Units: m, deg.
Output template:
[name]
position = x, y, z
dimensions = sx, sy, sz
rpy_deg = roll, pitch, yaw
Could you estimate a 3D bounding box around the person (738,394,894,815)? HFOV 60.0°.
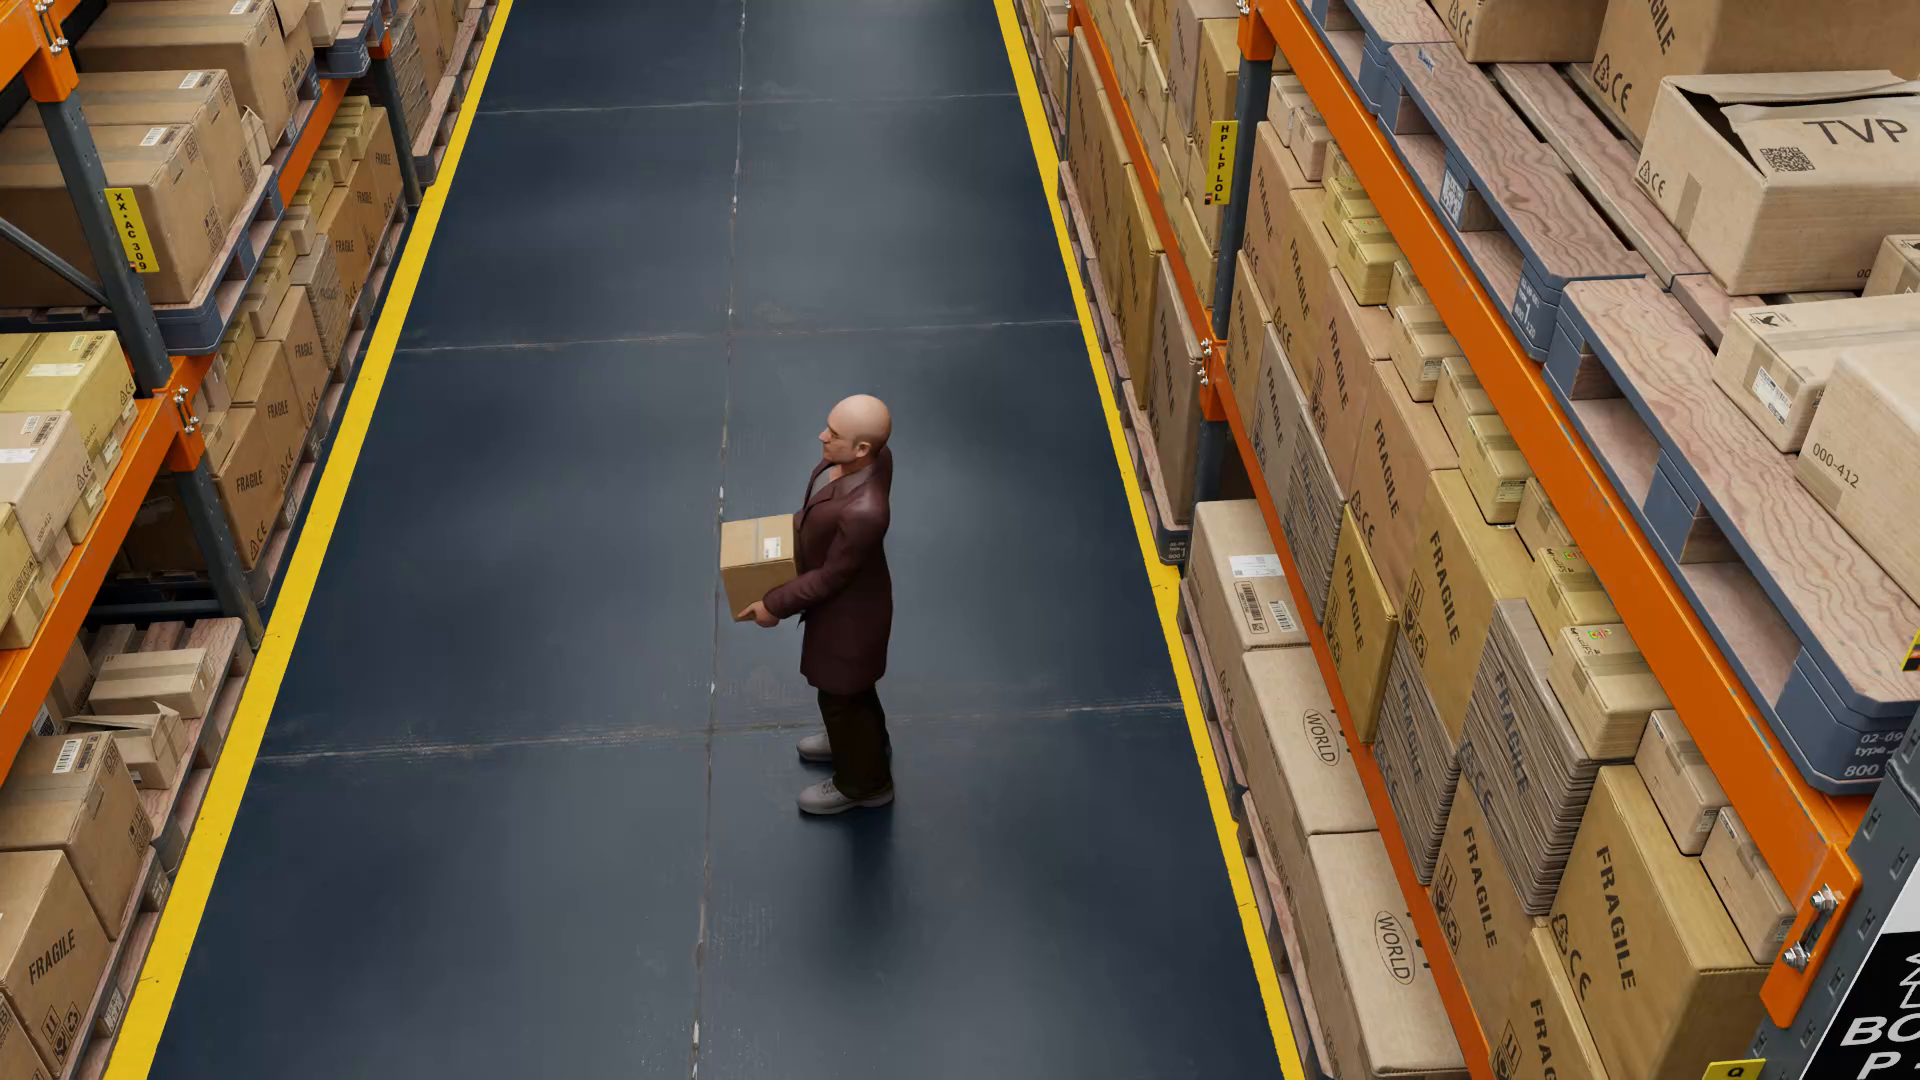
[person]
position = -0.496, 0.237, 5.873
dimensions = 0.555, 1.769, 0.530
rpy_deg = -3, 39, -4
